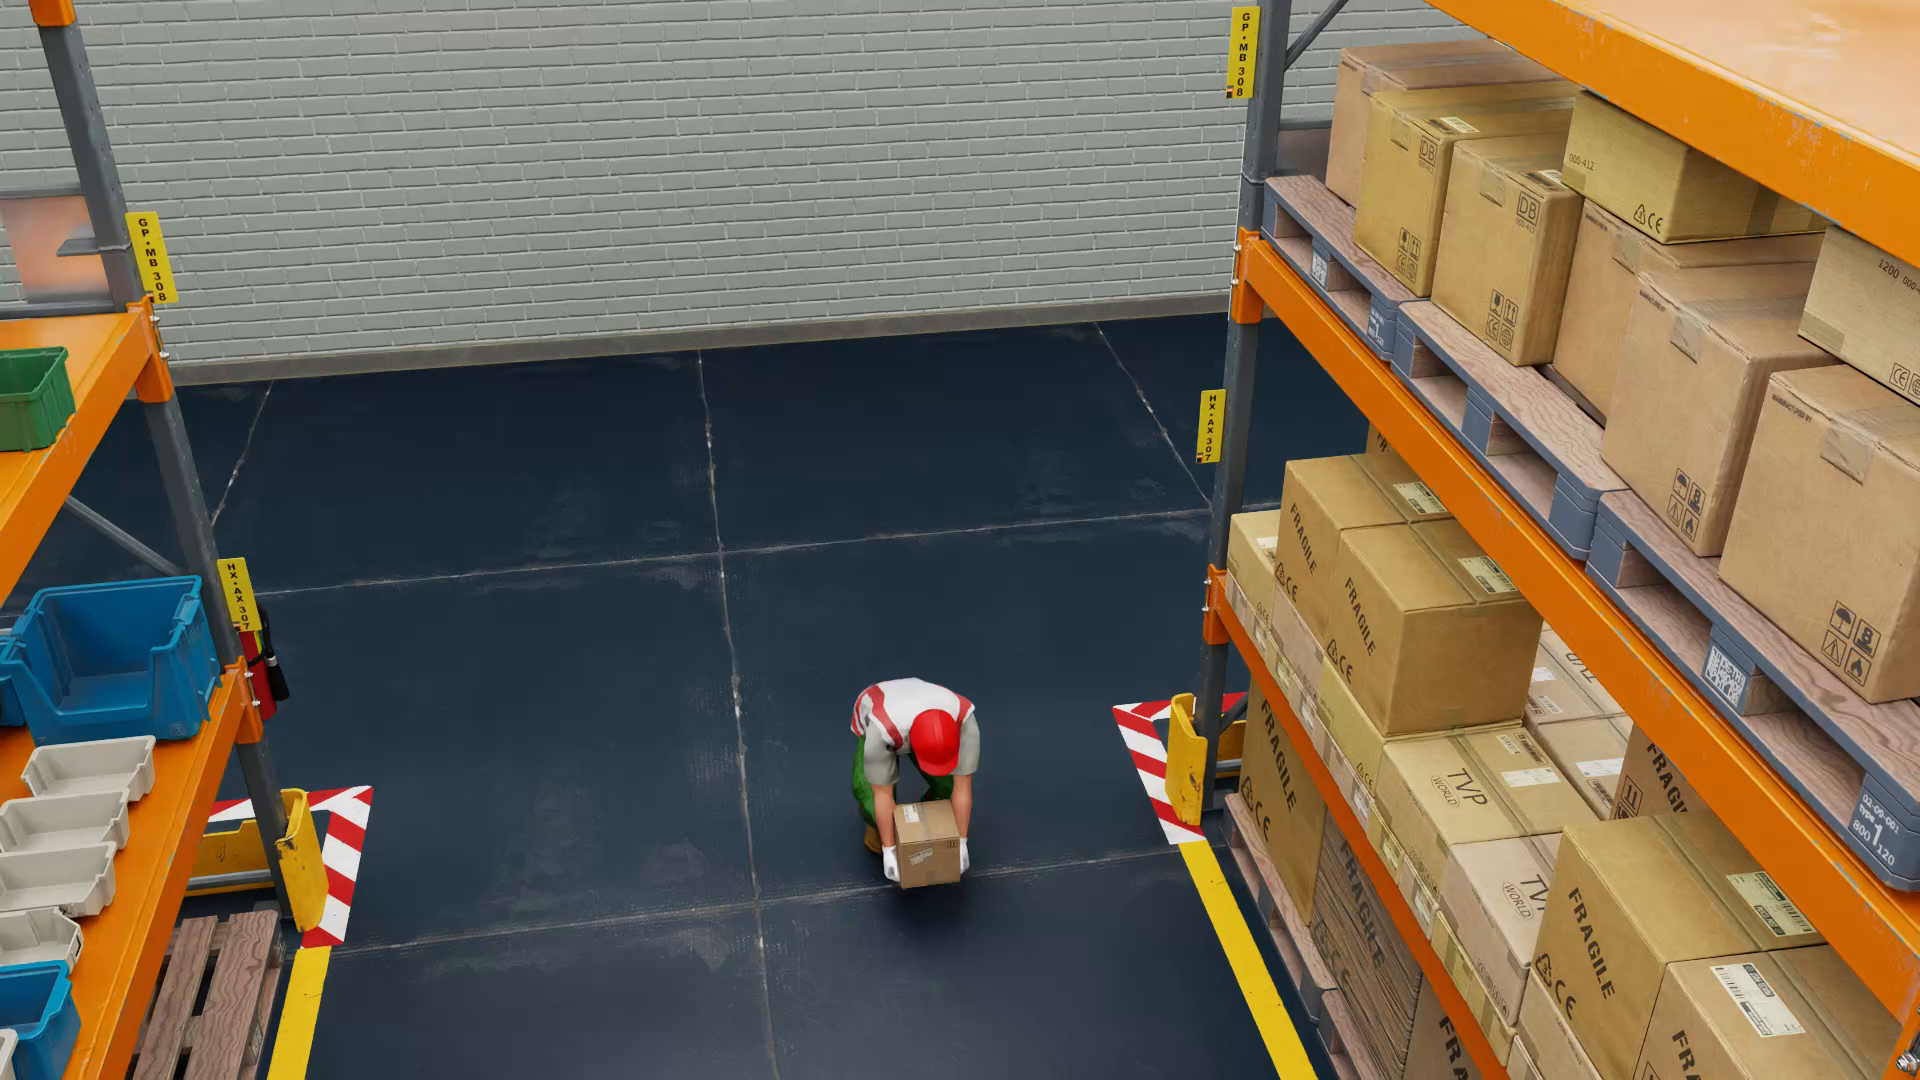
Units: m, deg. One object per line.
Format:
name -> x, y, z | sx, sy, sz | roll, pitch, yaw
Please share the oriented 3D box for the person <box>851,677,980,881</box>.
person -> -0.202, 0.979, 7.237 | 0.541, 0.997, 0.884 | -6, 31, -10
